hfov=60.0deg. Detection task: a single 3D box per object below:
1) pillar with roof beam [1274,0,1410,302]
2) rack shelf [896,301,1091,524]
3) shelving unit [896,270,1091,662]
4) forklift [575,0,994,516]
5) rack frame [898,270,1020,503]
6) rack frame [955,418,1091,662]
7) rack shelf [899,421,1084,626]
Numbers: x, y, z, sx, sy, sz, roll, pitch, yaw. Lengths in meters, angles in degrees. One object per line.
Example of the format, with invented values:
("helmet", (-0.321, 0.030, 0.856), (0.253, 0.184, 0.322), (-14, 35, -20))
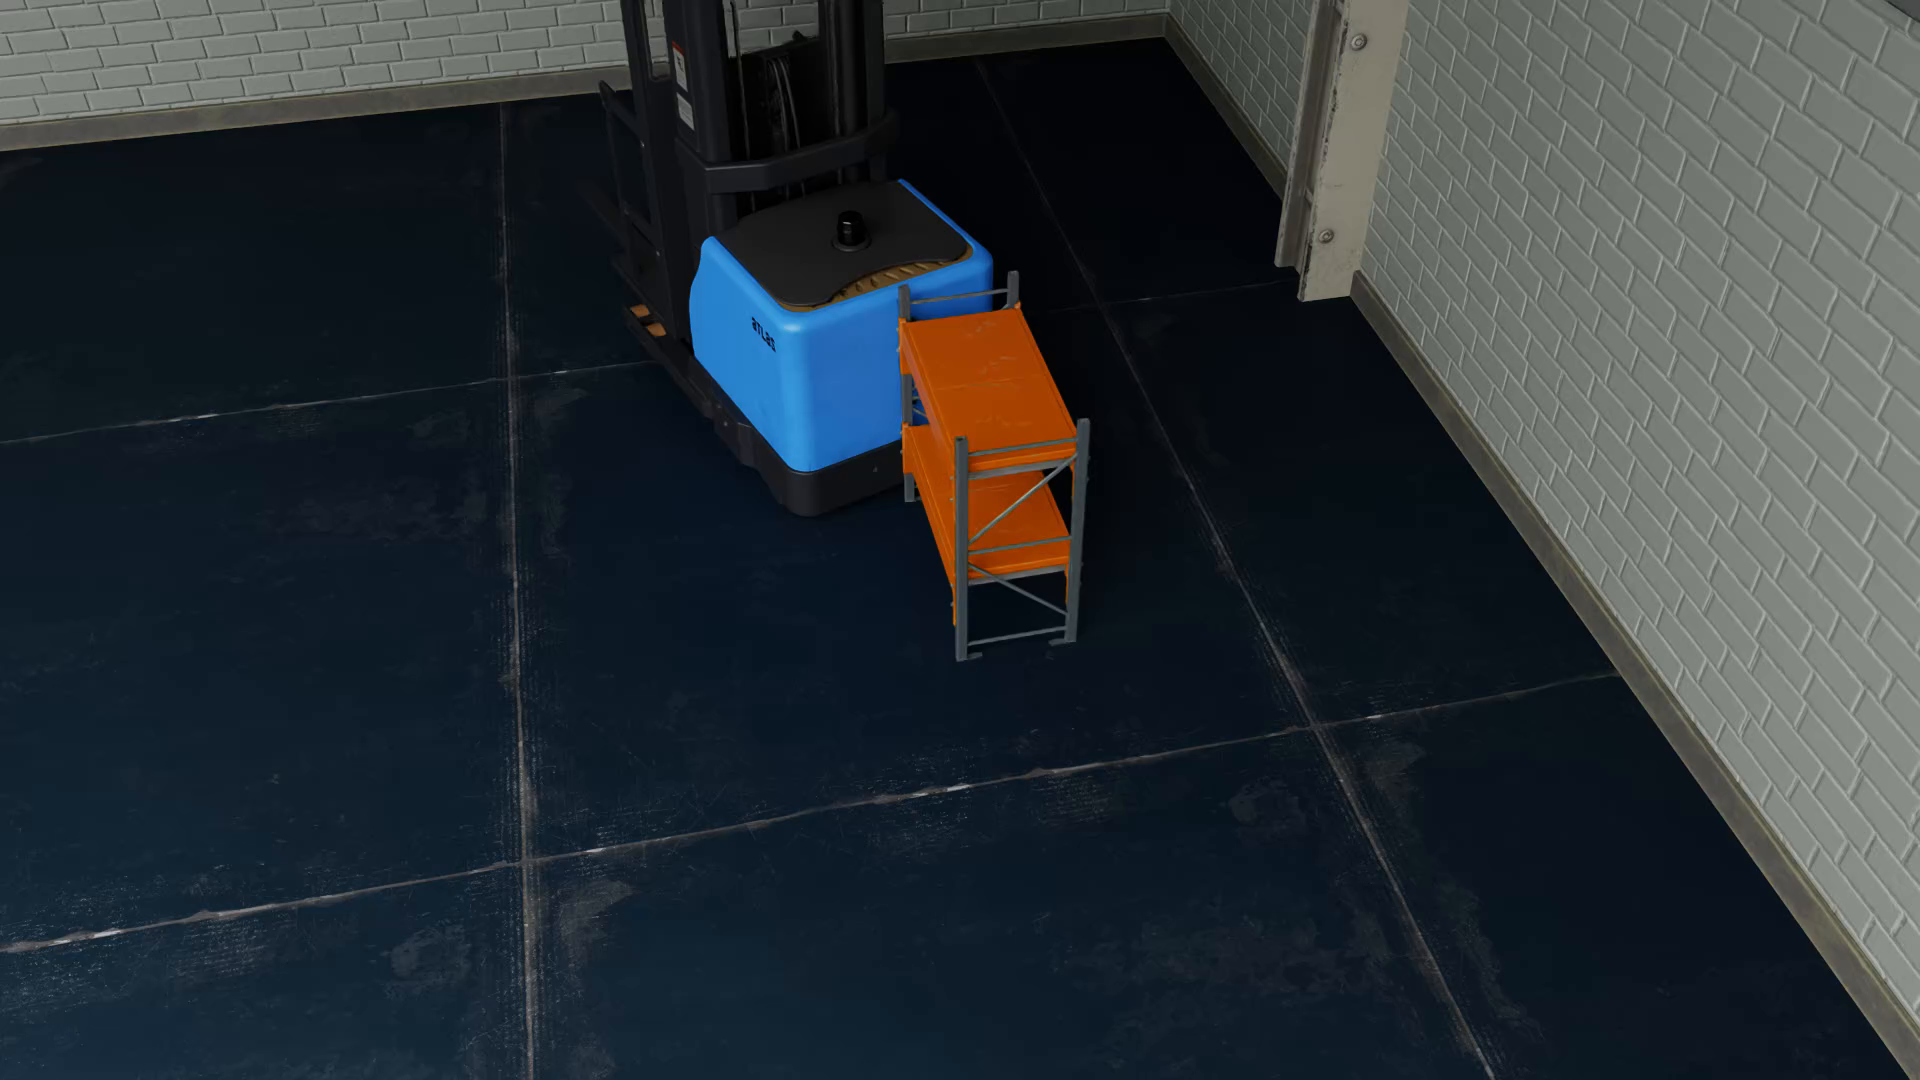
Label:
("pillar with roof beam", (-2.325, -4.138, 5.133), (9.100, 9.000, 0.400), (-8, 42, -9))
("rack shelf", (0.112, -0.524, 6.552), (0.538, 0.278, 1.000), (-9, 42, -10))
("shelving unit", (0.112, -0.305, 6.747), (0.538, 1.125, 1.048), (-9, 42, -10))
("forklift", (-1.040, -2.156, 7.471), (1.130, 2.935, 3.031), (-22, 46, -23))
("rack frame", (-0.004, -0.634, 7.117), (0.500, 1.125, 0.032), (-9, 42, -10))
("rack frame", (0.228, 0.023, 6.376), (0.500, 1.125, 0.032), (-9, 42, -10))
("rack shelf", (0.112, -0.122, 6.909), (0.538, 0.278, 1.000), (-9, 42, -10))
